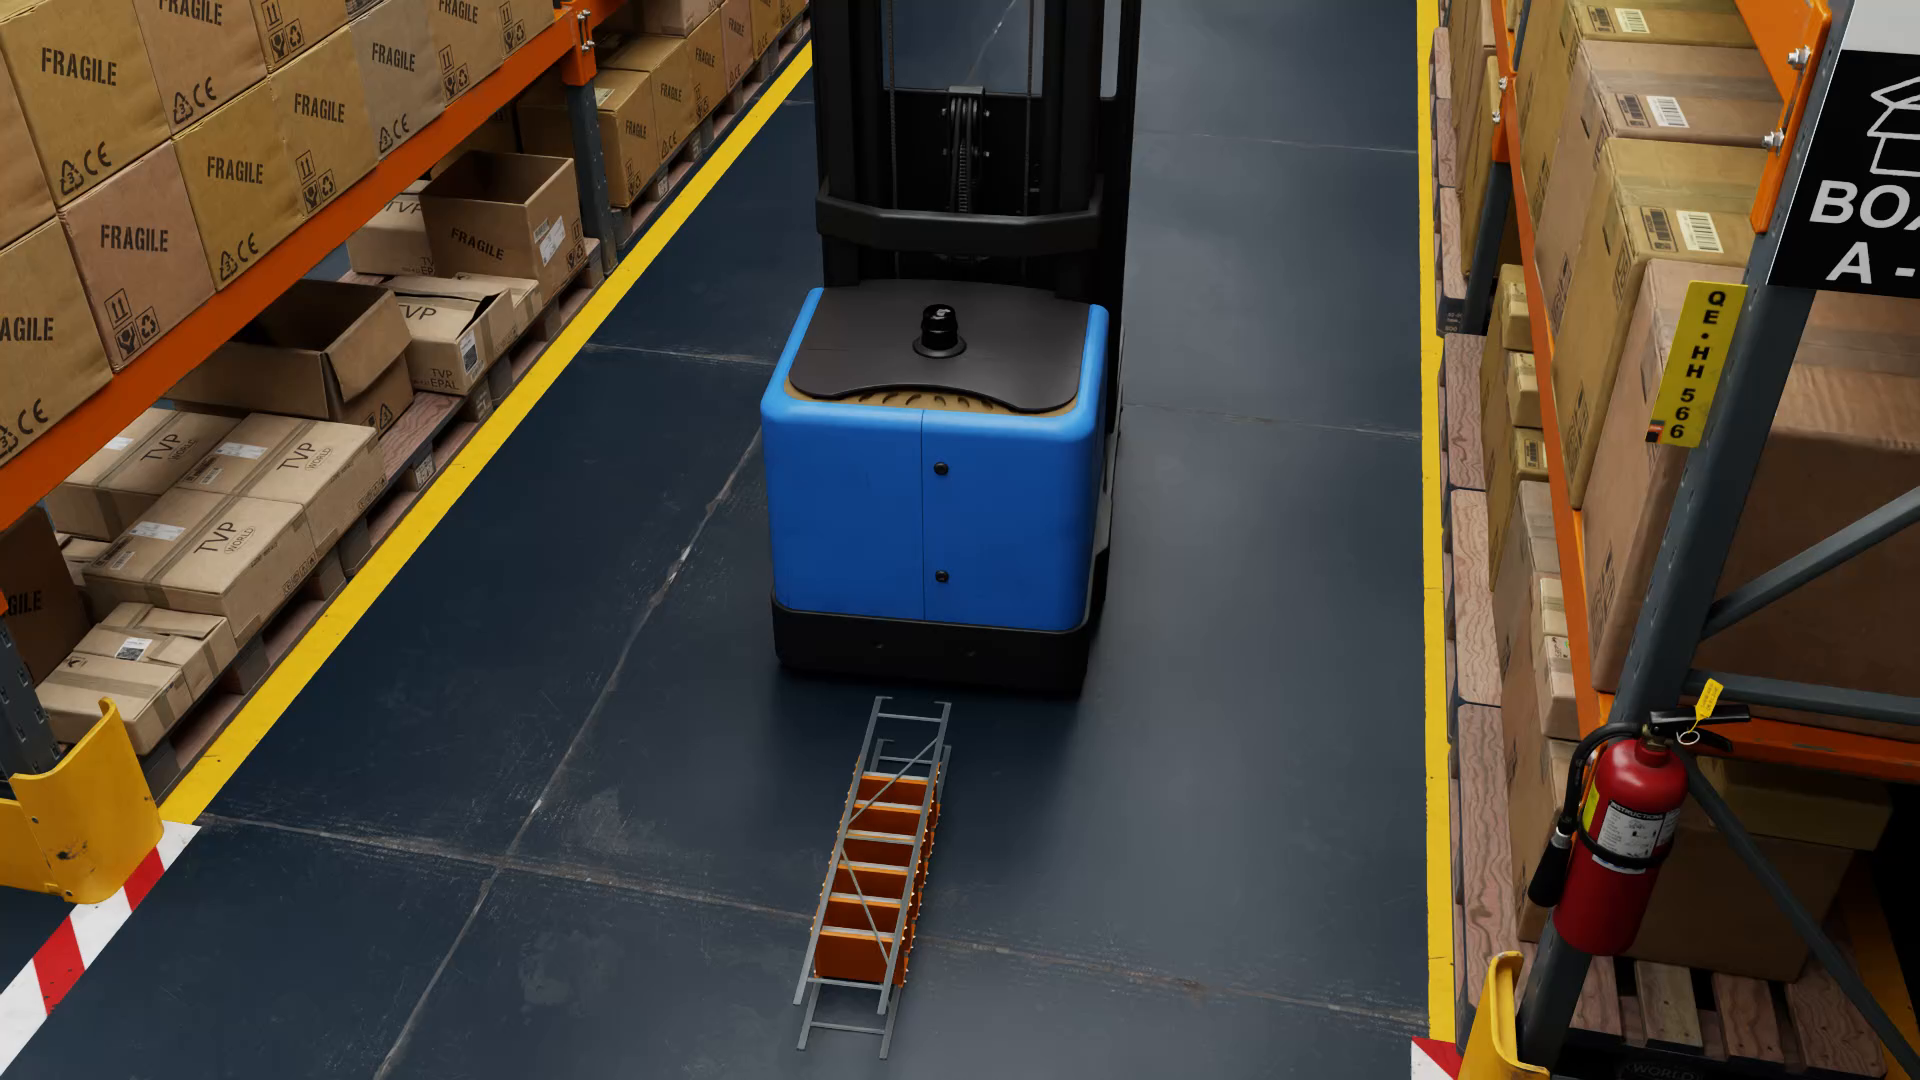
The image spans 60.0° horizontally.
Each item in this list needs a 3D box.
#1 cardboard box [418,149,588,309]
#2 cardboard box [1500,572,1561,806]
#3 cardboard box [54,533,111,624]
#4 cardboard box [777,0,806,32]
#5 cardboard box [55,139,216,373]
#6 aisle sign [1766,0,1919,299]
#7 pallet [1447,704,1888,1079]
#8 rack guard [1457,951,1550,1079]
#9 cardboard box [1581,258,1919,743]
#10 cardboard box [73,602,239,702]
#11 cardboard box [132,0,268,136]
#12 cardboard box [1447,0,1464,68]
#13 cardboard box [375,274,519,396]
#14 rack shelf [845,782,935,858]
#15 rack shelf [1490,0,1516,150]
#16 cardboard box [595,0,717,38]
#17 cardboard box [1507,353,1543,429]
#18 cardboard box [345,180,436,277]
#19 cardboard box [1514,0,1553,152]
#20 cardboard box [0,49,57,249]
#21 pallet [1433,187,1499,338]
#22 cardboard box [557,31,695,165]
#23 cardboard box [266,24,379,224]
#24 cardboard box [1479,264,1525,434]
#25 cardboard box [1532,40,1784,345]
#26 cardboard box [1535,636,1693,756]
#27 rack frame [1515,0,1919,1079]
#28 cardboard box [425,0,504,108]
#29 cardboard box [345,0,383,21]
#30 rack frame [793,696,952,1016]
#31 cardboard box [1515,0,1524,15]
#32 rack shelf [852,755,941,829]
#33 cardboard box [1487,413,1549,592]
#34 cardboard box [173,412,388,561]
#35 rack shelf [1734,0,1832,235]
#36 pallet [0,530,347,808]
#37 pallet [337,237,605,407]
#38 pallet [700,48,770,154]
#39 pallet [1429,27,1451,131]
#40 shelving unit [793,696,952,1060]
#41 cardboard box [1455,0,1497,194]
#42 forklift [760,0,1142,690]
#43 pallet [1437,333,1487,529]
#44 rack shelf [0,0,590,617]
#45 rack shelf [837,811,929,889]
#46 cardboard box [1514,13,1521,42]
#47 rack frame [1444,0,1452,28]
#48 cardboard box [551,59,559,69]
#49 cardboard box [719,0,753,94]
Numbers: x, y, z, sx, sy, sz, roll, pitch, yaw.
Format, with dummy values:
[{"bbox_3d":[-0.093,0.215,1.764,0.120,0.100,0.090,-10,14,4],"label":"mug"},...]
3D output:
[{"bbox_3d":[-2.007,-1.380,7.353,0.500,0.500,0.500,7,37,10],"label":"cardboard box"},{"bbox_3d":[1.982,0.477,4.808,0.700,0.500,0.500,7,37,10],"label":"cardboard box"},{"bbox_3d":[-2.967,0.123,5.564,0.380,0.166,0.250,7,37,10],"label":"cardboard box"},{"bbox_3d":[-1.279,-3.470,10.237,0.500,0.500,0.500,9,37,12],"label":"cardboard box"},{"bbox_3d":[-2.560,-0.841,4.769,0.500,0.500,0.500,7,37,10],"label":"cardboard box"},{"bbox_3d":[1.515,-0.713,2.463,0.394,0.787,0.004,7,37,10],"label":"aisle sign"},{"bbox_3d":[1.917,0.997,4.695,1.003,0.211,1.213,7,37,10],"label":"pallet"},{"bbox_3d":[1.818,1.362,3.945,1.175,0.500,0.348,7,37,10],"label":"rack guard"},{"bbox_3d":[1.922,-0.079,3.548,0.980,0.700,0.700,9,37,12],"label":"cardboard box"},{"bbox_3d":[-2.539,0.346,5.256,0.380,0.166,0.250,7,37,10],"label":"cardboard box"},{"bbox_3d":[-2.449,-1.537,4.877,0.500,0.500,0.500,8,37,11],"label":"cardboard box"},{"bbox_3d":[3.247,-3.145,9.507,0.750,0.750,0.750,7,36,9],"label":"cardboard box"},{"bbox_3d":[-2.167,-0.873,6.815,0.500,0.311,0.500,7,37,10],"label":"cardboard box"},{"bbox_3d":[-0.206,0.832,4.934,0.258,0.180,0.103,5,37,6],"label":"rack shelf"},{"bbox_3d":[3.105,-2.813,8.188,1.077,0.370,4.000,7,37,10],"label":"rack shelf"},{"bbox_3d":[-1.608,-2.866,8.764,0.500,0.250,0.500,7,37,10],"label":"cardboard box"},{"bbox_3d":[2.055,-0.489,5.589,0.380,0.149,0.250,6,36,9],"label":"cardboard box"},{"bbox_3d":[-2.464,-1.452,7.614,0.500,0.311,0.500,7,37,10],"label":"cardboard box"},{"bbox_3d":[2.546,-1.770,5.880,0.980,0.700,0.700,8,37,11],"label":"cardboard box"},{"bbox_3d":[-2.665,-0.950,4.067,0.500,0.500,0.500,8,37,11],"label":"cardboard box"},{"bbox_3d":[2.769,-1.280,7.836,1.003,0.211,1.213,7,37,10],"label":"pallet"},{"bbox_3d":[-1.718,-2.296,8.617,0.500,0.500,0.500,8,37,11],"label":"cardboard box"},{"bbox_3d":[-2.341,-1.415,5.561,0.500,0.500,0.500,8,37,11],"label":"cardboard box"},{"bbox_3d":[2.418,-0.699,6.431,0.700,0.500,0.500,8,37,11],"label":"cardboard box"},{"bbox_3d":[2.239,-0.934,4.727,0.980,0.700,0.700,6,36,8],"label":"cardboard box"},{"bbox_3d":[1.724,0.405,4.355,0.380,0.149,0.250,7,37,9],"label":"cardboard box"},{"bbox_3d":[1.820,0.335,3.231,0.949,2.616,0.053,7,37,10],"label":"rack frame"},{"bbox_3d":[-2.128,-2.002,6.371,0.500,0.500,0.500,8,37,11],"label":"cardboard box"},{"bbox_3d":[-2.232,-2.116,5.677,0.500,0.500,0.500,8,37,10],"label":"cardboard box"},{"bbox_3d":[-0.228,0.854,4.748,0.240,0.006,1.200,5,37,6],"label":"rack frame"},{"bbox_3d":[2.530,-2.423,6.681,0.500,0.500,0.500,7,36,9],"label":"cardboard box"},{"bbox_3d":[-0.189,0.761,5.030,0.258,0.180,0.103,5,37,6],"label":"rack shelf"},{"bbox_3d":[2.195,-0.118,5.629,0.700,0.500,0.500,8,37,11],"label":"cardboard box"},{"bbox_3d":[-2.410,-0.197,5.934,0.500,0.250,0.500,7,37,10],"label":"cardboard box"},{"bbox_3d":[2.250,-1.734,4.144,1.077,0.370,4.000,7,37,10],"label":"rack shelf"},{"bbox_3d":[-2.832,0.345,5.594,1.003,0.211,1.213,7,37,10],"label":"pallet"},{"bbox_3d":[-2.310,-1.053,7.524,1.003,0.211,1.213,7,37,10],"label":"pallet"},{"bbox_3d":[-1.767,-2.620,9.685,1.003,0.211,1.213,7,37,10],"label":"pallet"},{"bbox_3d":[3.290,-2.679,9.766,1.003,0.211,1.213,7,37,10],"label":"pallet"},{"bbox_3d":[-0.228,0.928,4.803,0.258,0.189,1.200,5,37,6],"label":"shelving unit"},{"bbox_3d":[2.876,-2.156,8.143,0.750,0.750,0.750,8,37,11],"label":"cardboard box"},{"bbox_3d":[0.081,-1.549,5.889,1.130,2.935,3.031,4,36,6],"label":"forklift"},{"bbox_3d":[2.439,-0.402,6.625,1.003,0.211,1.213,7,37,10],"label":"pallet"},{"bbox_3d":[-2.590,-1.138,5.878,1.077,0.370,4.000,7,37,10],"label":"rack shelf"},{"bbox_3d":[-0.222,0.902,4.838,0.258,0.180,0.103,5,37,6],"label":"rack shelf"},{"bbox_3d":[2.473,-2.093,6.779,0.380,0.149,0.250,8,37,10],"label":"cardboard box"},{"bbox_3d":[3.532,-4.251,9.559,1.000,3.000,0.127,7,37,10],"label":"rack frame"},{"bbox_3d":[-2.224,-2.343,8.682,0.500,0.500,0.500,7,37,10],"label":"cardboard box"},{"bbox_3d":[-1.496,-2.872,9.411,0.500,0.500,0.500,6,36,8],"label":"cardboard box"}]
